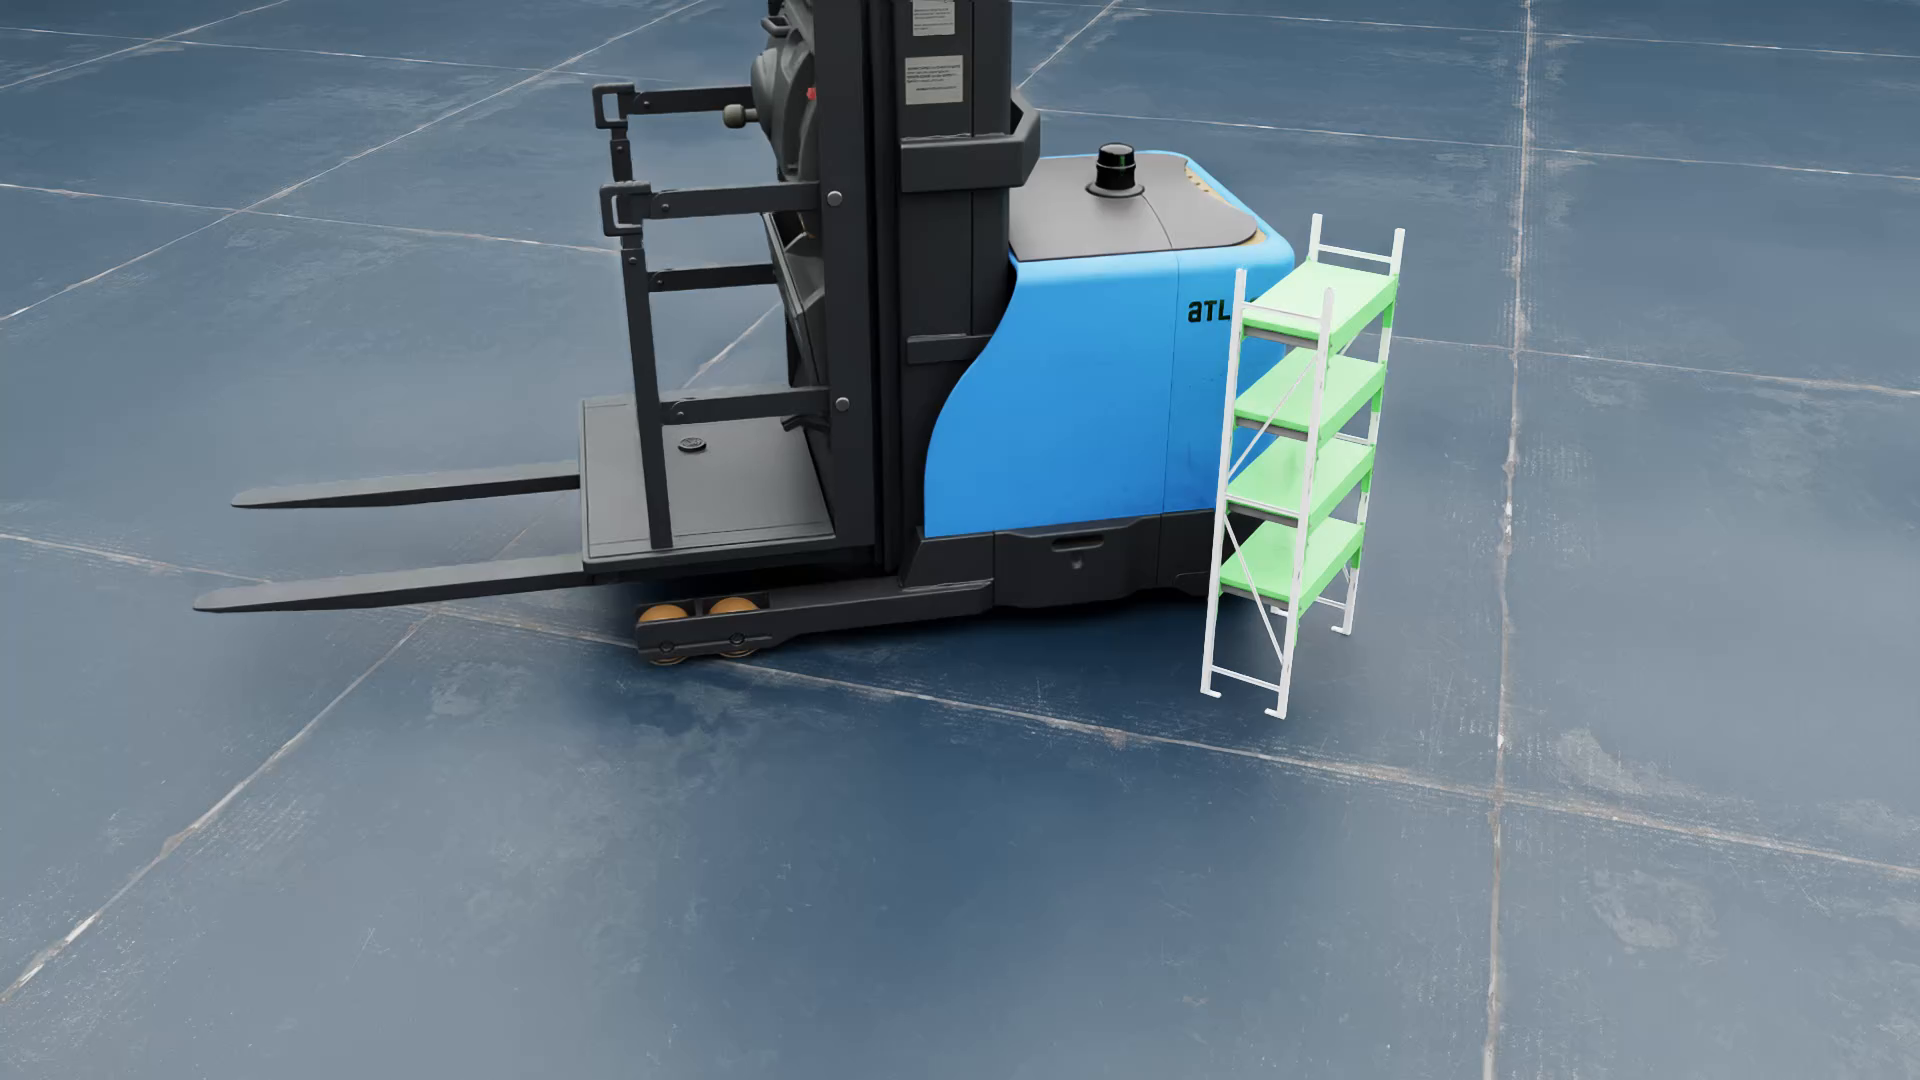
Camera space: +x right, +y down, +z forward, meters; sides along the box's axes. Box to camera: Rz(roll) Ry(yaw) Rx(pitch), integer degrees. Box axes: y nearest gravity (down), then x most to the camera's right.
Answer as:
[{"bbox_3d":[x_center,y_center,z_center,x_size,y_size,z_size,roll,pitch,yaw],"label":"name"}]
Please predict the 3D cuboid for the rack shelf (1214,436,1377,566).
[{"bbox_3d":[0.886,-0.129,4.379,0.258,0.148,0.480,17,33,27],"label":"rack shelf"}]

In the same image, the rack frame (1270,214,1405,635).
[{"bbox_3d":[1.015,-0.285,4.529,0.240,1.200,0.015,17,33,27],"label":"rack frame"}]

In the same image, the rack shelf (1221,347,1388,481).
[{"bbox_3d":[0.886,-0.339,4.262,0.258,0.148,0.480,17,33,27],"label":"rack shelf"}]

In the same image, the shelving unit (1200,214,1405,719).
[{"bbox_3d":[0.886,-0.185,4.348,0.258,1.200,0.503,17,33,27],"label":"shelving unit"}]

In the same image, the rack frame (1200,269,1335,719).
[{"bbox_3d":[0.758,-0.084,4.166,0.240,1.200,0.015,17,33,27],"label":"rack frame"}]

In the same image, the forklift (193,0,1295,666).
[{"bbox_3d":[-0.647,-1.212,4.414,3.031,2.935,1.130,-6,30,-10],"label":"forklift"}]

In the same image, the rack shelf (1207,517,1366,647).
[{"bbox_3d":[0.886,0.081,4.495,0.258,0.148,0.480,17,33,27],"label":"rack shelf"}]

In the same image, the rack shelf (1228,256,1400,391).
[{"bbox_3d":[0.886,-0.548,4.145,0.258,0.148,0.480,17,33,27],"label":"rack shelf"}]
